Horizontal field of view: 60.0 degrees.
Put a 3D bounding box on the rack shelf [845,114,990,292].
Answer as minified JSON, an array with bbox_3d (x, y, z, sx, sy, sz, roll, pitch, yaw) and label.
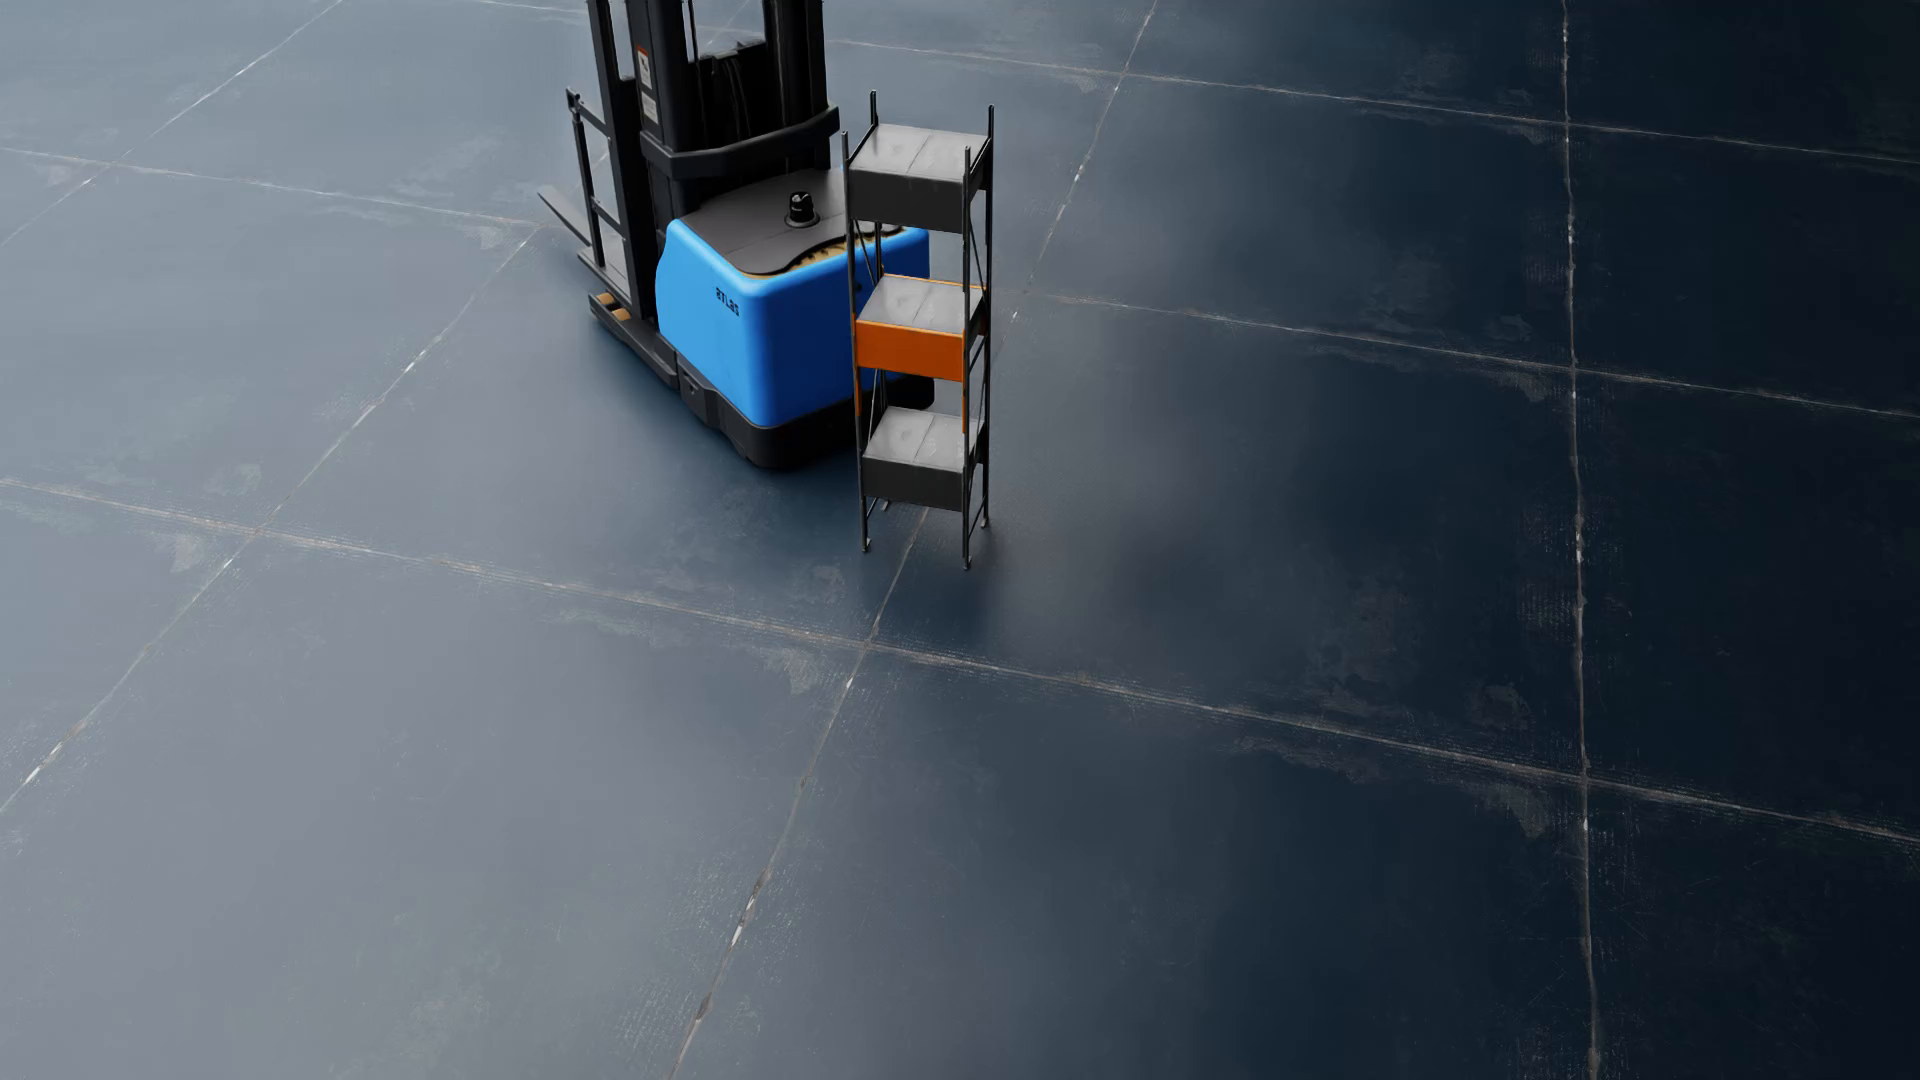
[{"bbox_3d":[-0.160,-1.357,6.691,0.480,0.518,0.431,10,41,11],"label":"rack shelf"}]

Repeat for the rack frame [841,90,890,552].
[{"bbox_3d":[-0.396,-0.872,7.180,0.015,2.100,0.400,10,41,11],"label":"rack frame"}]

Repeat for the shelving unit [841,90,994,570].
[{"bbox_3d":[-0.160,-0.832,7.132,0.503,2.100,0.431,10,41,11],"label":"shelving unit"}]

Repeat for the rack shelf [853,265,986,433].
[{"bbox_3d":[-0.160,-0.821,7.141,0.480,0.518,0.431,10,41,11],"label":"rack shelf"}]

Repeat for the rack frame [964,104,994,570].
[{"bbox_3d":[0.076,-0.791,7.084,0.015,2.100,0.400,10,41,11],"label":"rack frame"}]

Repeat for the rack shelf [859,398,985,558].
[{"bbox_3d":[-0.160,-0.285,7.591,0.480,0.518,0.431,10,41,11],"label":"rack shelf"}]

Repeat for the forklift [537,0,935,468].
[{"bbox_3d":[-1.387,-2.380,8.329,1.130,2.935,3.031,-24,46,-26],"label":"forklift"}]
